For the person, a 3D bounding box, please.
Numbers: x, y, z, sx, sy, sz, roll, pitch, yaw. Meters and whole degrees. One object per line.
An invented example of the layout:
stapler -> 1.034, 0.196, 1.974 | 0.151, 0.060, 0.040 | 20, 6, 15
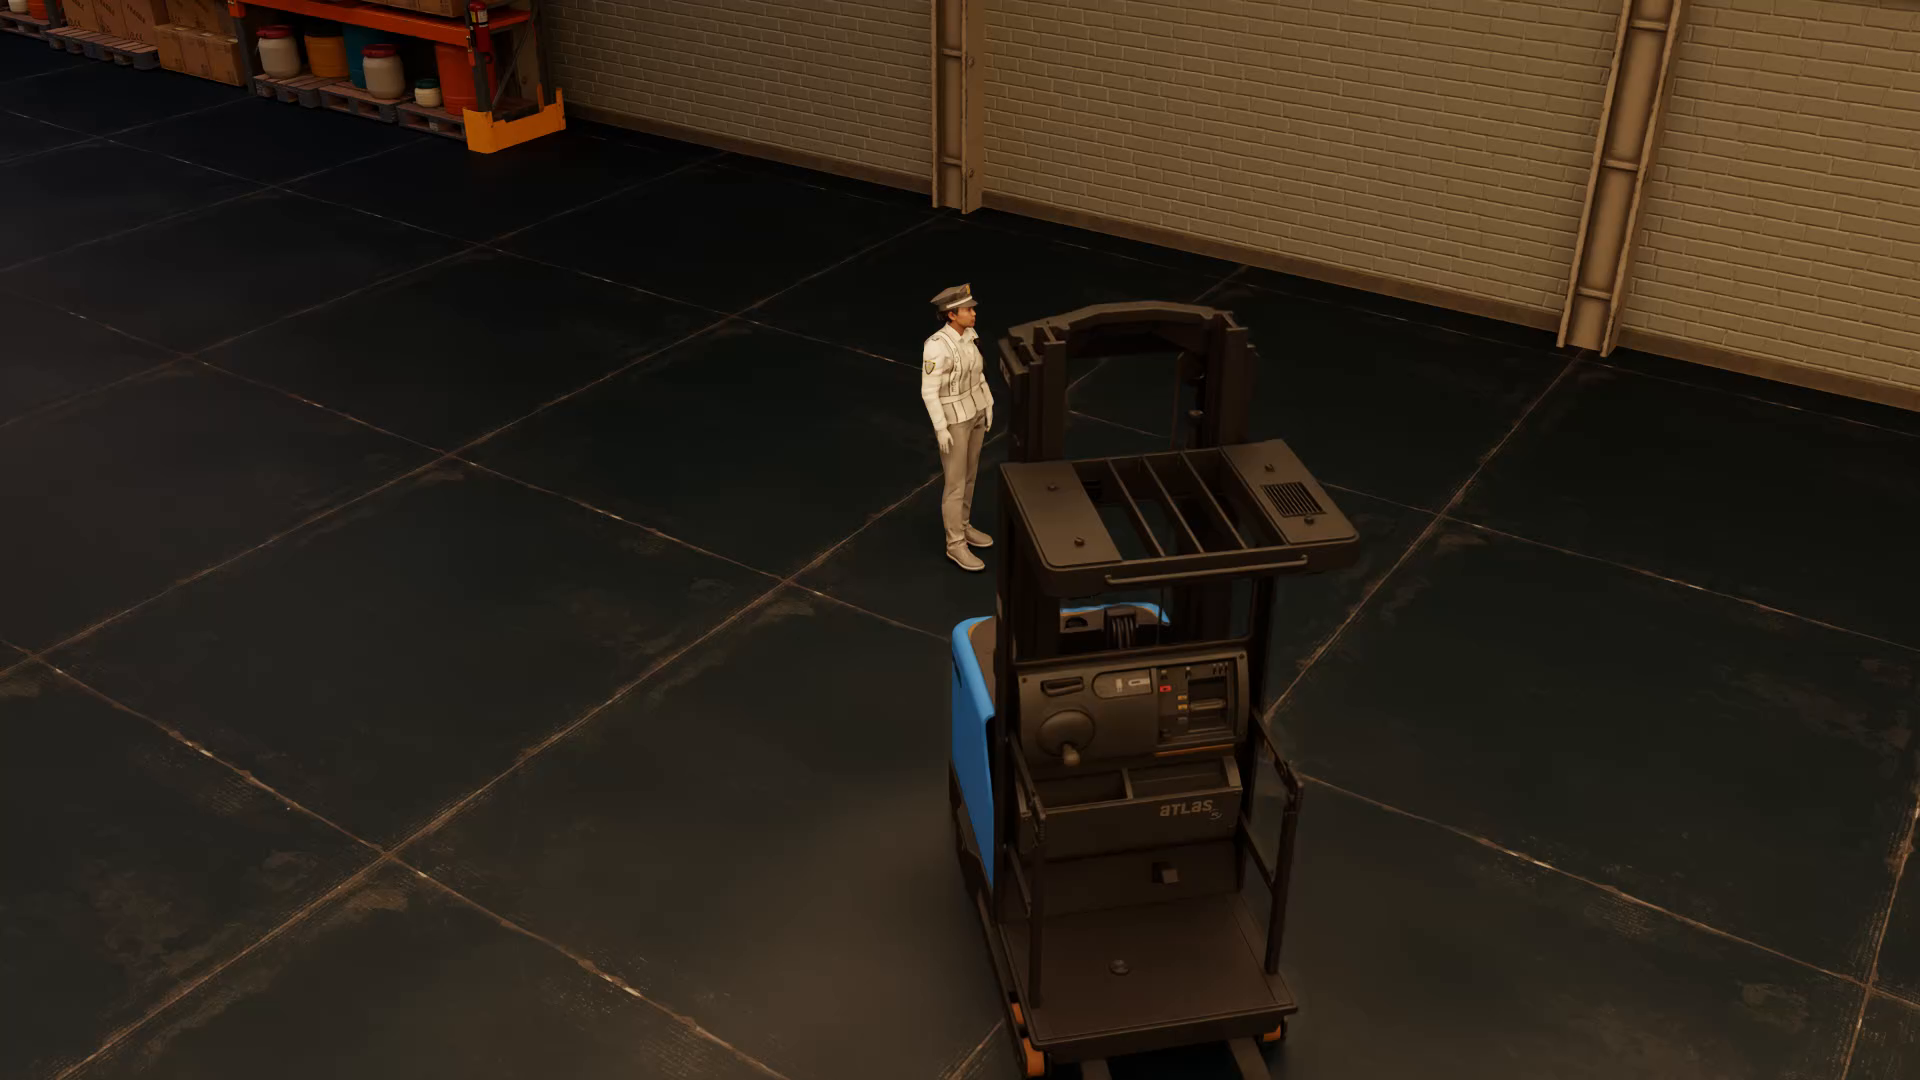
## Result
person -> 0.053, -0.717, 10.033 | 0.532, 1.694, 0.586 | 19, 35, 29

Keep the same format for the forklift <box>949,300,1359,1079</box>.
forklift -> 0.728, 0.710, 6.359 | 1.130, 2.935, 3.031 | -5, 31, -9
